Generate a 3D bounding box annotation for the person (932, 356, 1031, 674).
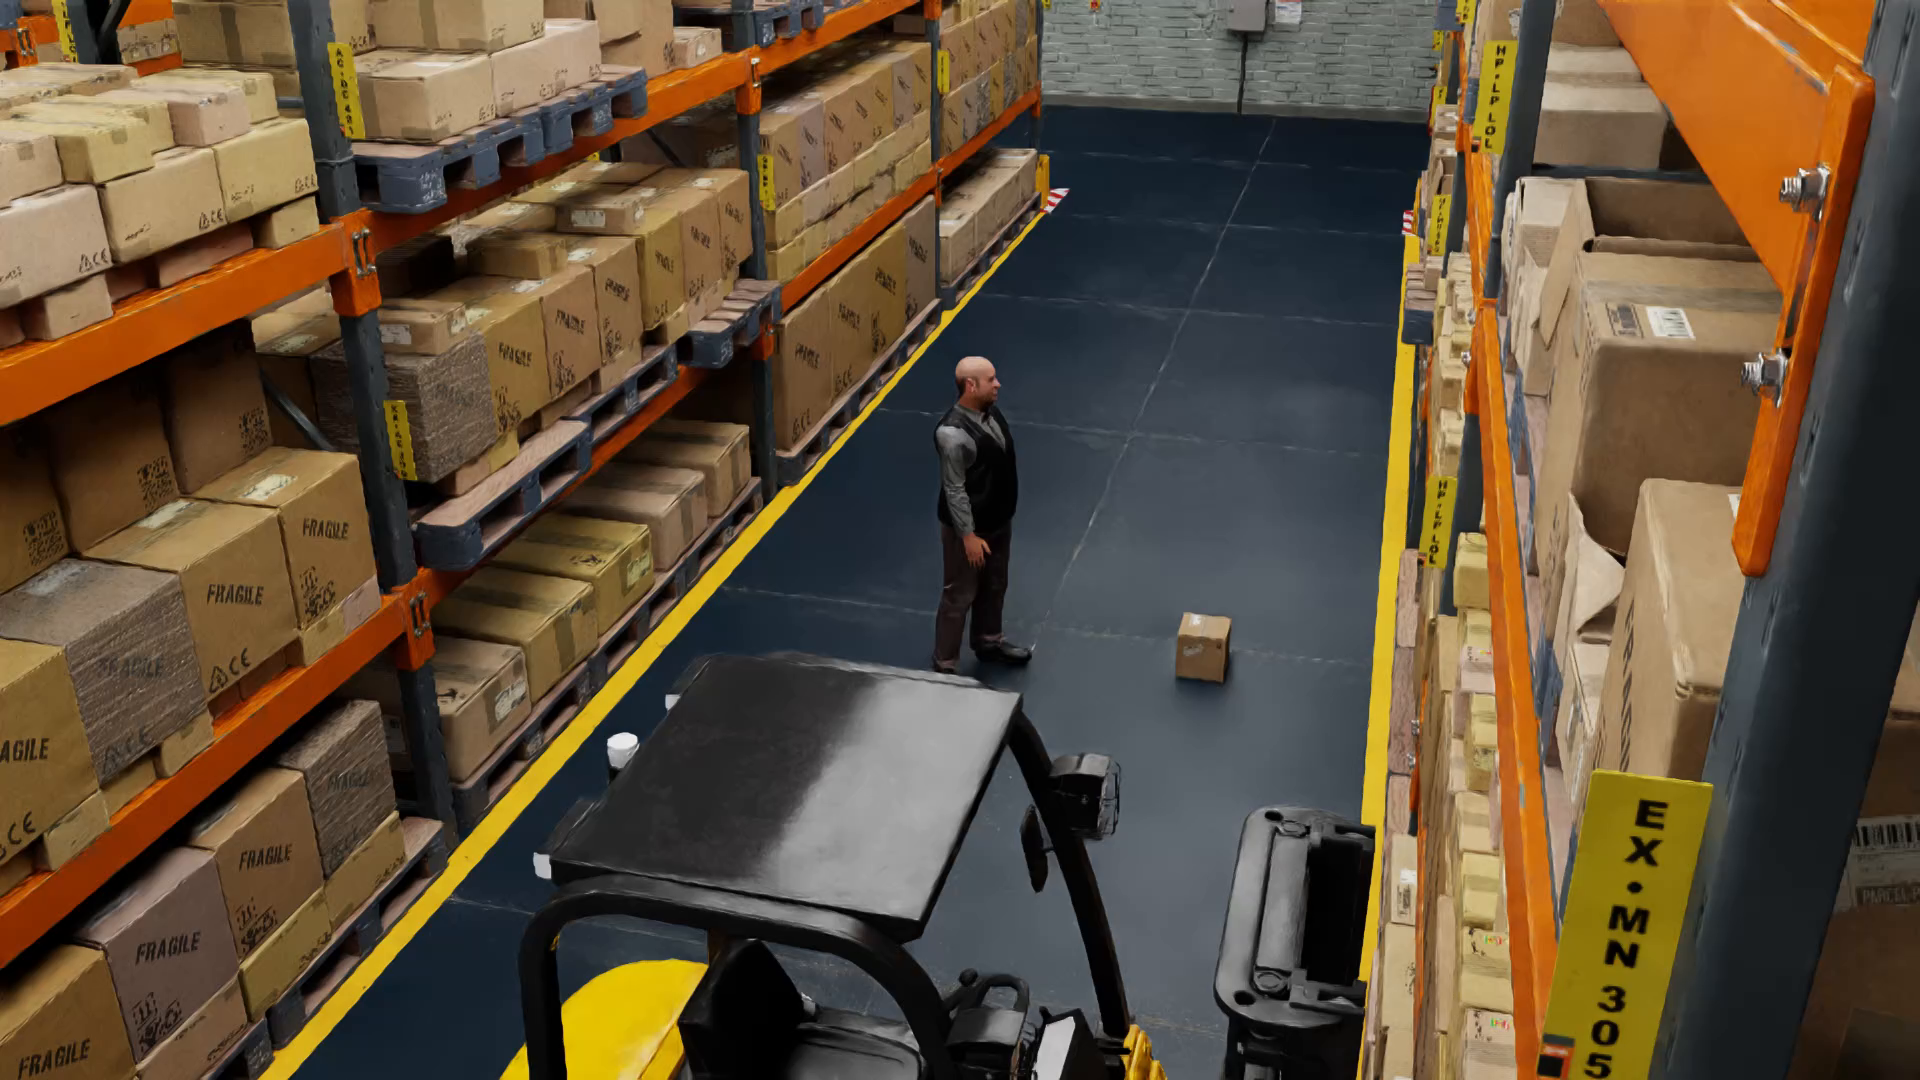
[{"bbox_3d":[0.087,-0.049,8.287,0.375,1.642,0.662,13,28,26],"label":"person"}]
